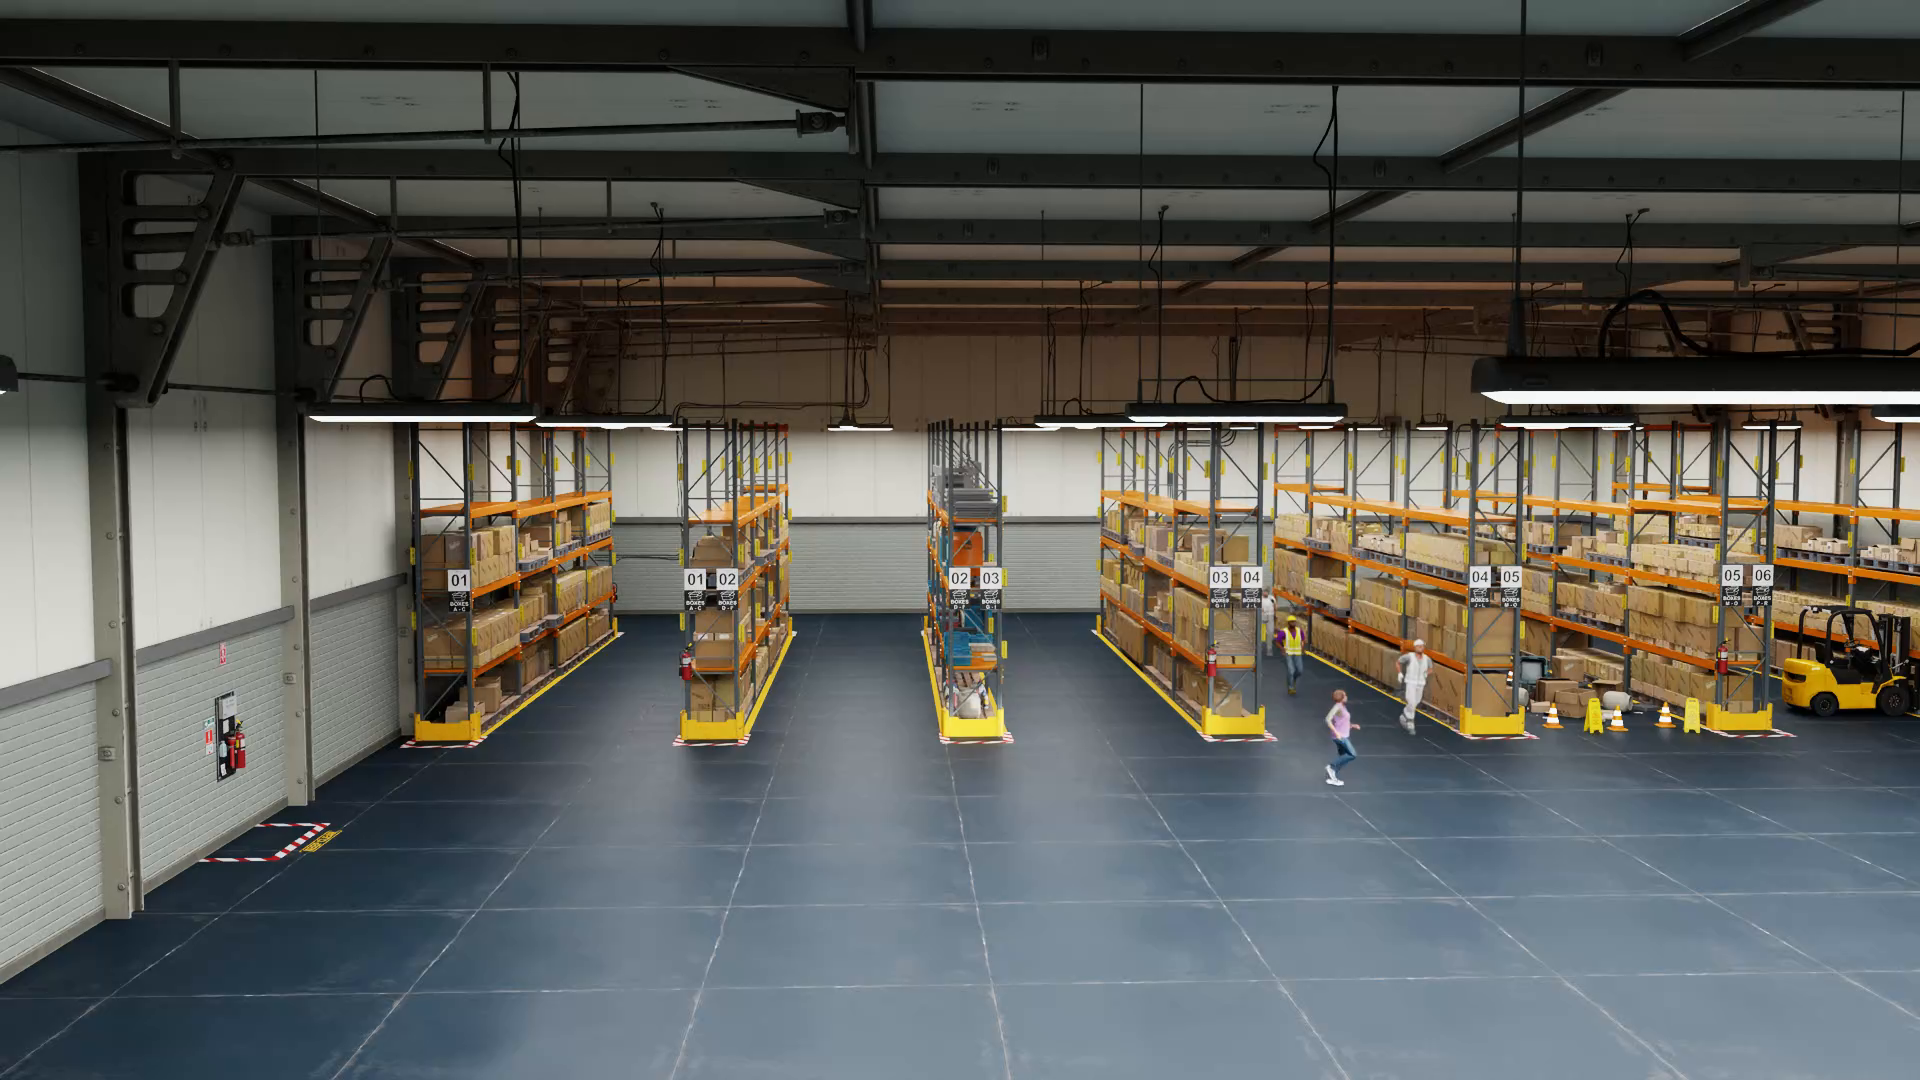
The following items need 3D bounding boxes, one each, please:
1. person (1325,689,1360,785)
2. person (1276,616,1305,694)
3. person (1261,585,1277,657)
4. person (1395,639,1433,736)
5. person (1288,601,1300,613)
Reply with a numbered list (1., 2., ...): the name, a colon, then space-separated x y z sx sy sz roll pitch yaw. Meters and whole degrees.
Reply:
1. person: 6.221 3.208 27.017 0.549 1.559 0.522 1 4 20
2. person: 7.299 2.517 36.584 0.679 1.721 0.575 0 4 -8
3. person: 7.934 2.072 43.165 0.671 1.806 0.949 0 4 -1
4. person: 8.725 2.816 31.914 0.687 1.833 0.855 -1 4 -11
5. person: 9.942 1.765 49.140 0.755 1.649 0.643 0 4 2
